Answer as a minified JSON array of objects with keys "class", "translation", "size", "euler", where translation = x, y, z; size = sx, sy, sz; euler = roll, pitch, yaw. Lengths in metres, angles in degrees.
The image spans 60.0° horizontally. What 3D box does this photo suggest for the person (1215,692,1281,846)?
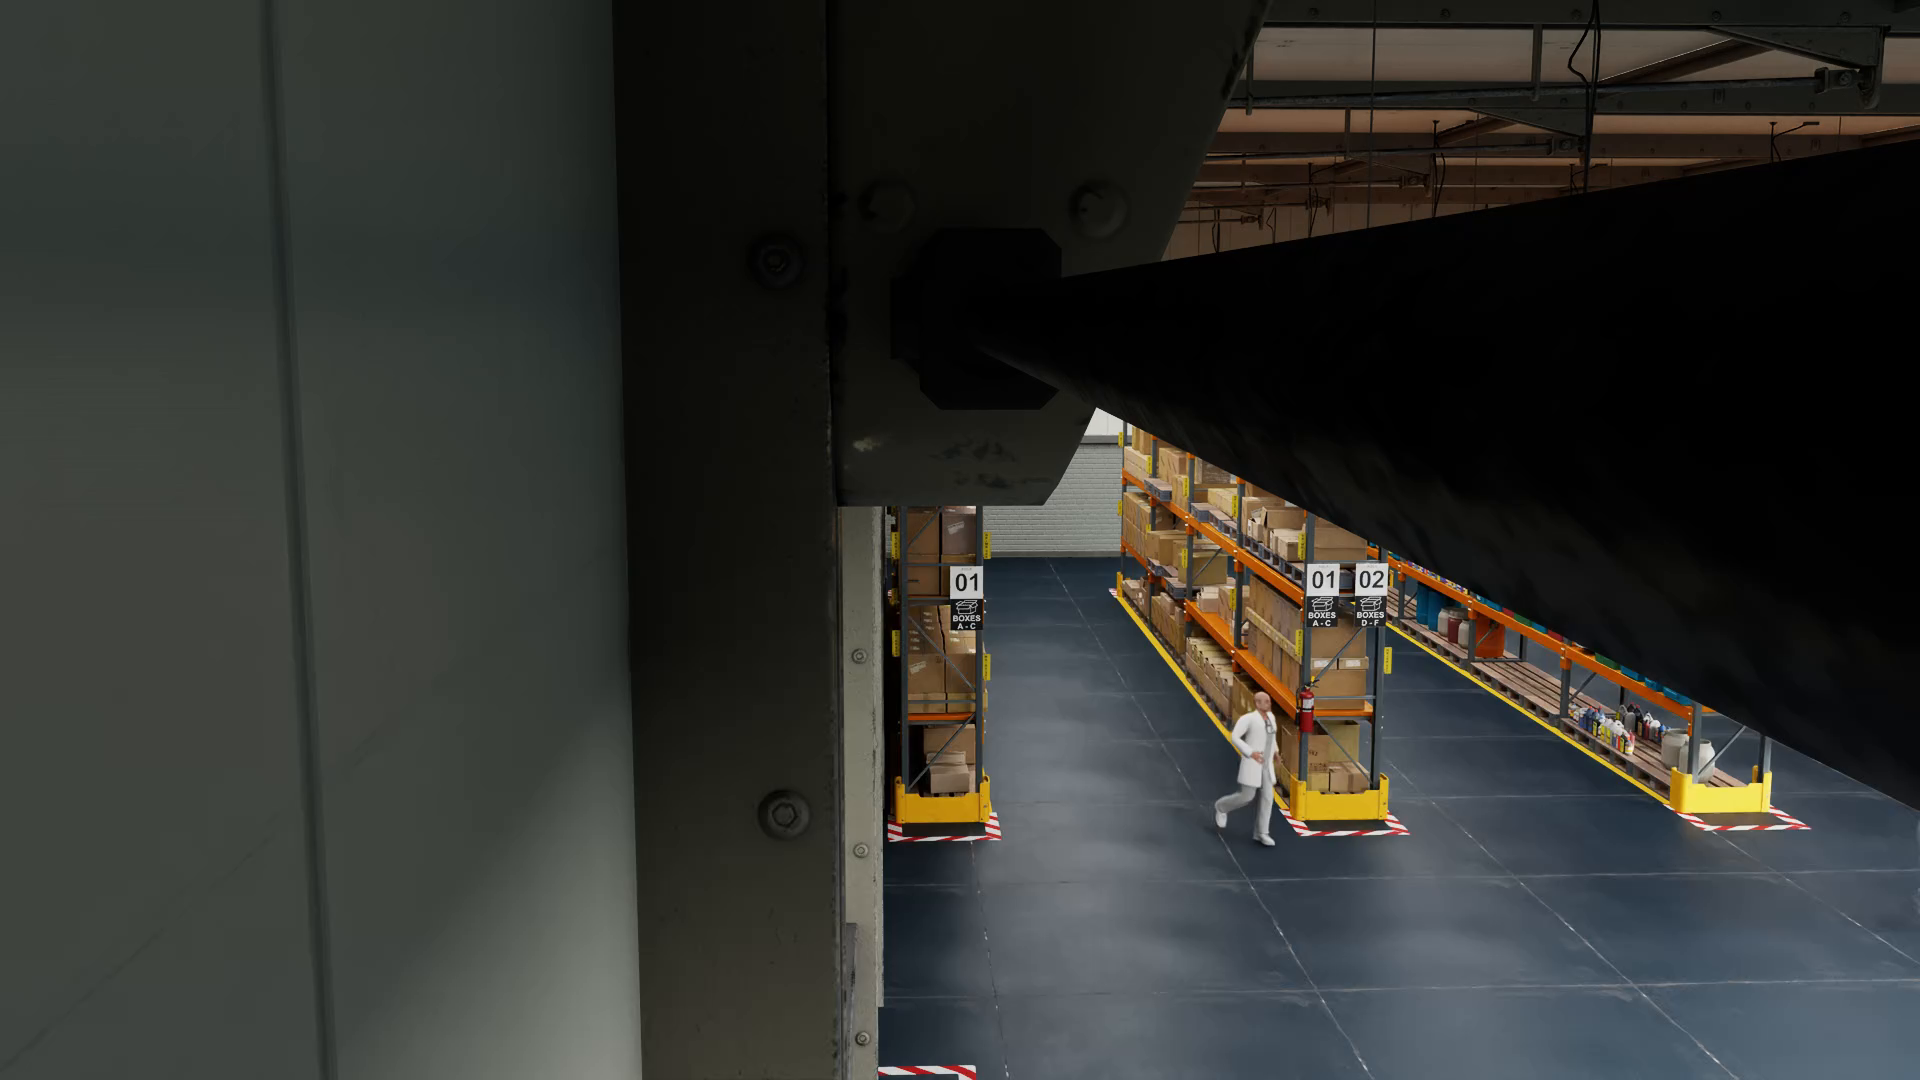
[{"class":"person","translation":[3.576,2.683,19.889],"size":[0.774,1.728,0.984],"euler":[-5,10,-33]}]
